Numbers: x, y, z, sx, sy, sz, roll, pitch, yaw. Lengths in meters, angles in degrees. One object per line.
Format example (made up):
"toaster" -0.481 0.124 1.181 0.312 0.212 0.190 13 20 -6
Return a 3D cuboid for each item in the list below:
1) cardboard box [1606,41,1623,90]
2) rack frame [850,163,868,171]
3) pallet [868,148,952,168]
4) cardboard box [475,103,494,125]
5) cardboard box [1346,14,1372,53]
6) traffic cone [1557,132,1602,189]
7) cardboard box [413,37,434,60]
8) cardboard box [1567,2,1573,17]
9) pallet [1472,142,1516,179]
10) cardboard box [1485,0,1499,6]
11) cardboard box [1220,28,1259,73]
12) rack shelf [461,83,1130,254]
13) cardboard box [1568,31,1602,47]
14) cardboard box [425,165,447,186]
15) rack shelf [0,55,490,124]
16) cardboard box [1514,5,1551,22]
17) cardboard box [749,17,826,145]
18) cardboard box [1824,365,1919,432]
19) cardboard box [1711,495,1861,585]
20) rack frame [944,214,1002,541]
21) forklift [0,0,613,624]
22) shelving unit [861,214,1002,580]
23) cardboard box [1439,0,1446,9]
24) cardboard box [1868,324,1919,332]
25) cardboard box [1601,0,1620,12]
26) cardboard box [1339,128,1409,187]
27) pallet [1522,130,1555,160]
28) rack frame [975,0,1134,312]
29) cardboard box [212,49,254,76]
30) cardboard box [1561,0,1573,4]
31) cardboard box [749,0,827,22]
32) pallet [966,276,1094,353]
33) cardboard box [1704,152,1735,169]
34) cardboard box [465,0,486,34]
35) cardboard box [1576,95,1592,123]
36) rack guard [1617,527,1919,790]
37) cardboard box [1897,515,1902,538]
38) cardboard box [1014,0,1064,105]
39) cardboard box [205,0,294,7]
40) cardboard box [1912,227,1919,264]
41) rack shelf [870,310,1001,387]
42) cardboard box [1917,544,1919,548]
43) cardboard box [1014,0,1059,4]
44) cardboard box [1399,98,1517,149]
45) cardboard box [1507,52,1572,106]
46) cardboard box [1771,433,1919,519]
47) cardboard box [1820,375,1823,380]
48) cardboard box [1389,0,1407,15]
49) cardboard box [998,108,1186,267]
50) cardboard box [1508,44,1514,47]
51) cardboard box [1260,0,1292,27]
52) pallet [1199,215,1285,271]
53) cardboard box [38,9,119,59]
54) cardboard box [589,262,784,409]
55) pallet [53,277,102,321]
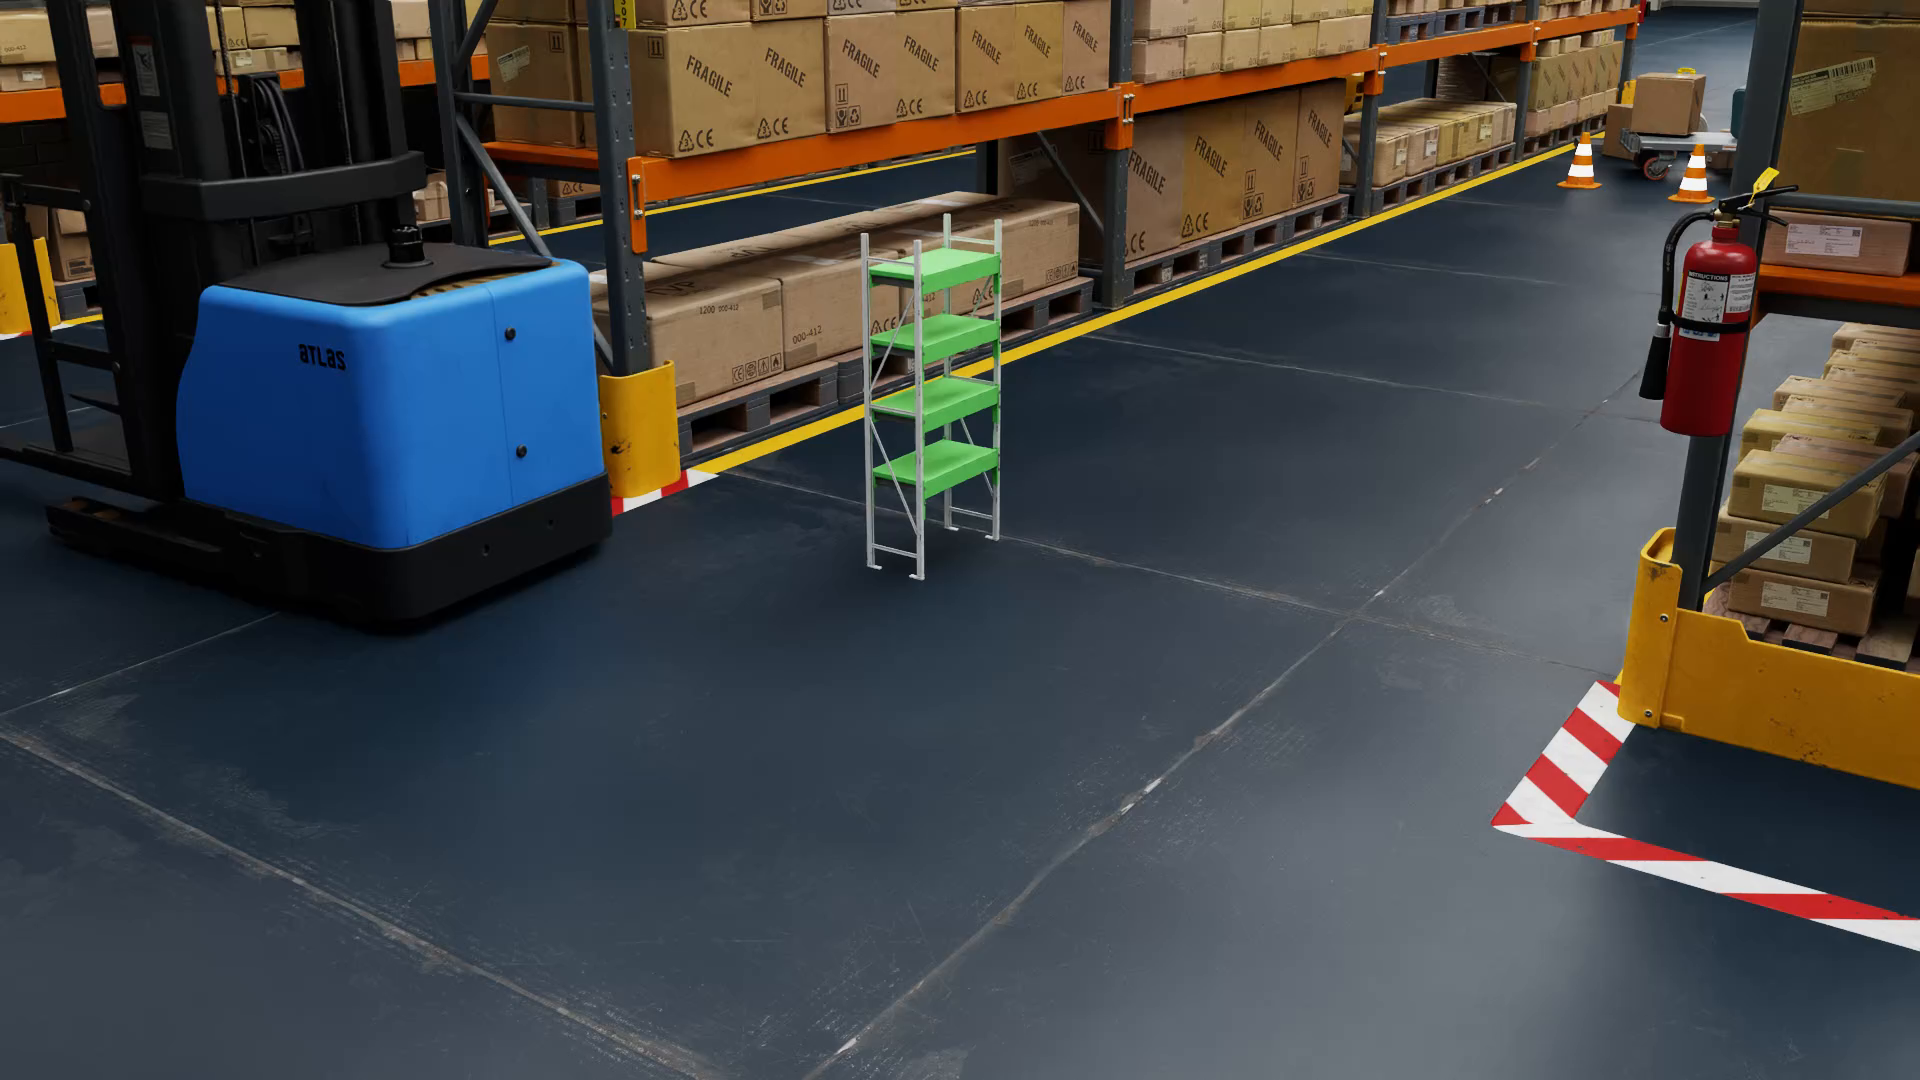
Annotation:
"cardboard box" 7.052 -5.306 18.563 0.500 0.500 0.500 13 24 32
"rack frame" -1.318 -4.999 15.457 1.000 3.000 0.127 13 24 32
"pallet" -0.823 -3.920 16.559 1.003 0.211 1.213 13 24 32
"cardboard box" -3.598 -3.342 13.040 0.380 0.149 0.250 12 24 30
"cardboard box" 2.720 -3.766 12.340 0.500 0.250 0.500 12 24 30
"traffic cone" 5.499 -3.361 14.686 0.336 0.463 0.334 13 24 32
"cardboard box" -3.791 -3.435 11.589 0.380 0.149 0.250 14 24 33
"cardboard box" 5.995 -5.402 16.906 0.380 0.149 0.250 13 24 32
"pallet" 4.601 -3.649 15.824 1.003 0.211 1.213 13 24 32
"cardboard box" 4.559 -4.831 14.758 0.380 0.149 0.250 14 24 32
"cardboard box" 1.597 -3.182 10.759 0.500 0.250 0.500 13 24 31
"rack shelf" -0.584 -1.973 8.313 1.077 0.370 4.000 13 24 32
"cardboard box" 6.607 -5.345 17.734 0.380 0.149 0.250 14 25 34
"cardboard box" -4.133 -2.644 12.360 0.500 0.311 0.500 14 25 34
"rack shelf" -4.691 -2.940 10.928 1.077 0.370 4.000 13 24 32
"cardboard box" 5.480 -5.090 16.064 0.380 0.149 0.250 13 24 32
"cardboard box" -0.939 -2.016 7.248 0.500 0.500 0.500 13 24 31
"cardboard box" 3.303 -0.505 5.952 0.380 0.149 0.250 12 24 30
"cardboard box" 2.503 -0.007 5.036 0.380 0.149 0.250 13 24 30
"rack frame" 0.044 -0.585 6.118 0.240 1.200 0.015 13 24 32
"forklift" -2.805 -1.462 5.993 3.031 2.935 1.130 12 23 29
"shelving unit" -0.093 -0.515 5.928 0.258 1.200 0.503 13 24 32
"cardboard box" 3.874 -4.561 14.027 0.380 0.149 0.250 14 25 34
"cardboard box" 3.893 -0.800 6.750 0.380 0.149 0.250 13 24 30
"cardboard box" 6.921 -5.817 18.031 0.380 0.149 0.250 14 24 33
"cardboard box" 3.115 -3.157 13.659 0.950 0.372 0.625 11 23 28
"pallet" 5.386 -4.072 16.969 1.003 0.211 1.213 13 24 32
"rack frame" 0.541 -2.885 9.740 1.000 3.000 0.127 13 24 32
"cardboard box" -4.638 -2.987 10.378 0.380 0.149 0.250 12 24 30
"cardboard box" 5.779 -5.587 16.472 0.500 0.500 0.500 13 24 32
"cardboard box" -0.918 -2.485 7.073 0.500 0.500 0.500 13 24 30
"pallet" 0.048 -1.374 9.675 1.003 0.211 1.213 13 24 32
"cardboard box" 7.271 -3.713 15.920 0.258 0.266 0.396 -2 20 -5
"cardboard box" -3.651 -3.727 11.805 0.500 0.250 0.500 14 24 33
"cardboard box" 6.467 -4.652 17.877 0.500 0.250 0.500 12 24 30
"rack guard" 2.486 0.350 4.598 1.175 0.500 0.348 13 24 32
"cardboard box" 2.975 -0.078 5.657 0.380 0.149 0.250 14 24 32
"cardboard box" 0.207 -2.600 8.826 0.500 0.500 0.500 13 24 31
"cardboard box" -4.494 -3.633 10.469 0.500 0.500 0.500 14 24 33
"cardboard box" 2.563 -0.896 4.724 0.380 0.149 0.250 13 24 32
"rack shelf" -0.093 -0.680 5.867 0.258 0.148 0.480 13 24 32
"cardboard box" 3.215 0.088 5.208 0.380 0.149 0.250 14 24 32
"cardboard box" 0.212 -3.067 8.648 0.500 0.500 0.500 13 24 31
"cardboard box" 4.745 -3.994 15.920 0.950 0.372 0.625 14 24 33
"cardboard box" 5.884 -4.712 16.956 0.500 0.500 0.500 14 25 34
"cardboard box" 2.720 -0.202 5.133 0.380 0.149 0.250 14 24 33
"cardboard box" 3.525 -0.528 6.443 0.380 0.149 0.250 13 24 31
"cardboard box" 3.312 -4.243 13.169 0.380 0.149 0.250 12 23 29
"cardboard box" 0.823 -2.279 10.559 0.875 0.875 0.875 14 25 33
"cardboard box" 6.012 -5.109 18.031 0.500 0.500 0.500 14 24 33
"cardboard box" 1.879 -3.560 11.062 0.500 0.250 0.500 12 24 30
"pallet" 1.597 -2.164 11.812 1.003 0.211 1.213 13 24 32
"cardboard box" -5.054 -2.996 9.827 0.500 0.250 0.500 14 24 32
"cardboard box" -1.420 -0.941 7.574 0.875 0.438 0.875 12 24 30
"pallet" -5.325 -1.647 10.413 1.003 0.211 1.213 13 24 32
